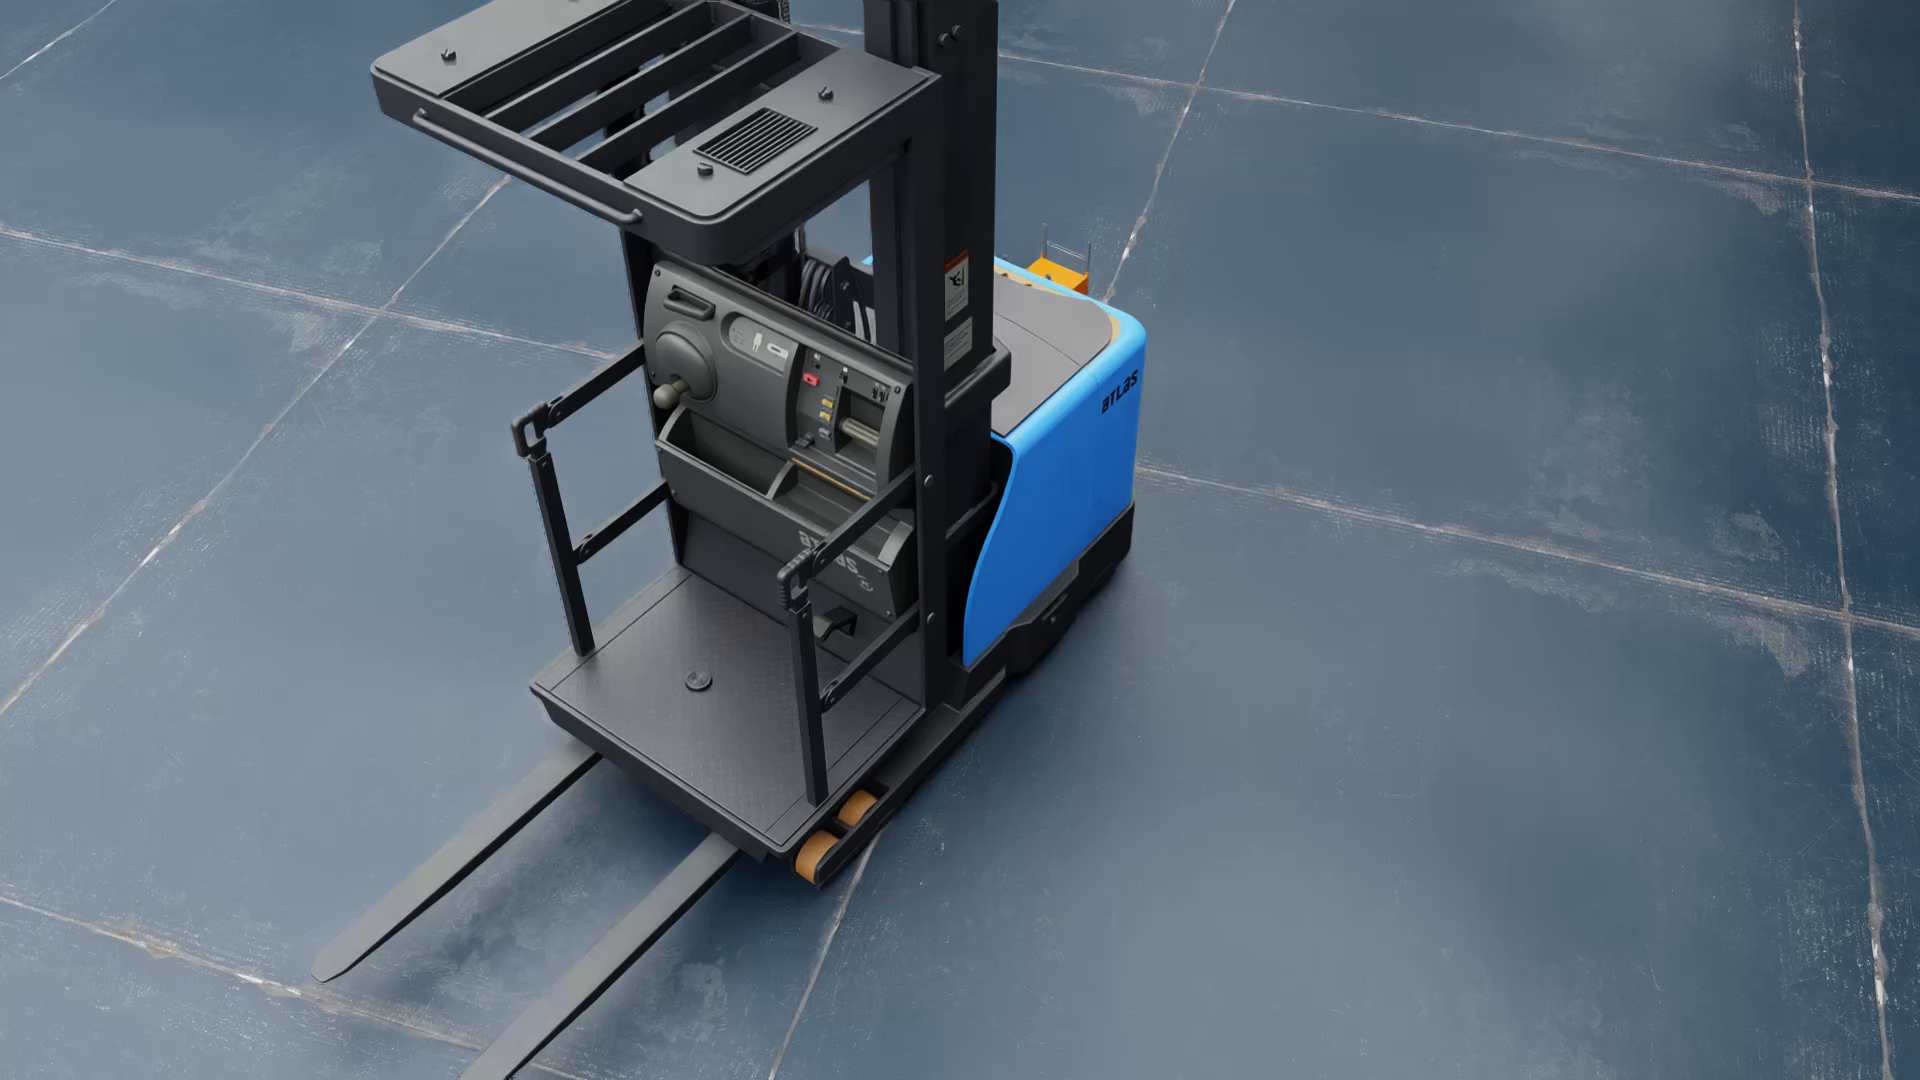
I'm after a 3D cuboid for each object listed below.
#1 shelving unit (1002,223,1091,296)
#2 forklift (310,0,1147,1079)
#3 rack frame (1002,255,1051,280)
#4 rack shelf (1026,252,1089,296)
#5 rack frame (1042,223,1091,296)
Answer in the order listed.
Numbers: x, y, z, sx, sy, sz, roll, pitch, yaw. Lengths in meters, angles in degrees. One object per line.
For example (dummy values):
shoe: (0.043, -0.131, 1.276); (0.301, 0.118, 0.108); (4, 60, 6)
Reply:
shelving unit: (0.303, -0.637, 6.151); (0.215, 1.050, 0.252); (28, 51, 25)
forklift: (-0.658, -0.376, 4.538); (1.130, 2.935, 3.031); (28, 51, 25)
rack frame: (0.229, -0.569, 6.081); (0.200, 1.050, 0.008); (28, 51, 25)
rack shelf: (0.303, -0.833, 5.960); (0.215, 0.259, 0.240); (28, 51, 25)
rack frame: (0.376, -0.705, 6.220); (0.200, 1.050, 0.008); (28, 51, 25)
